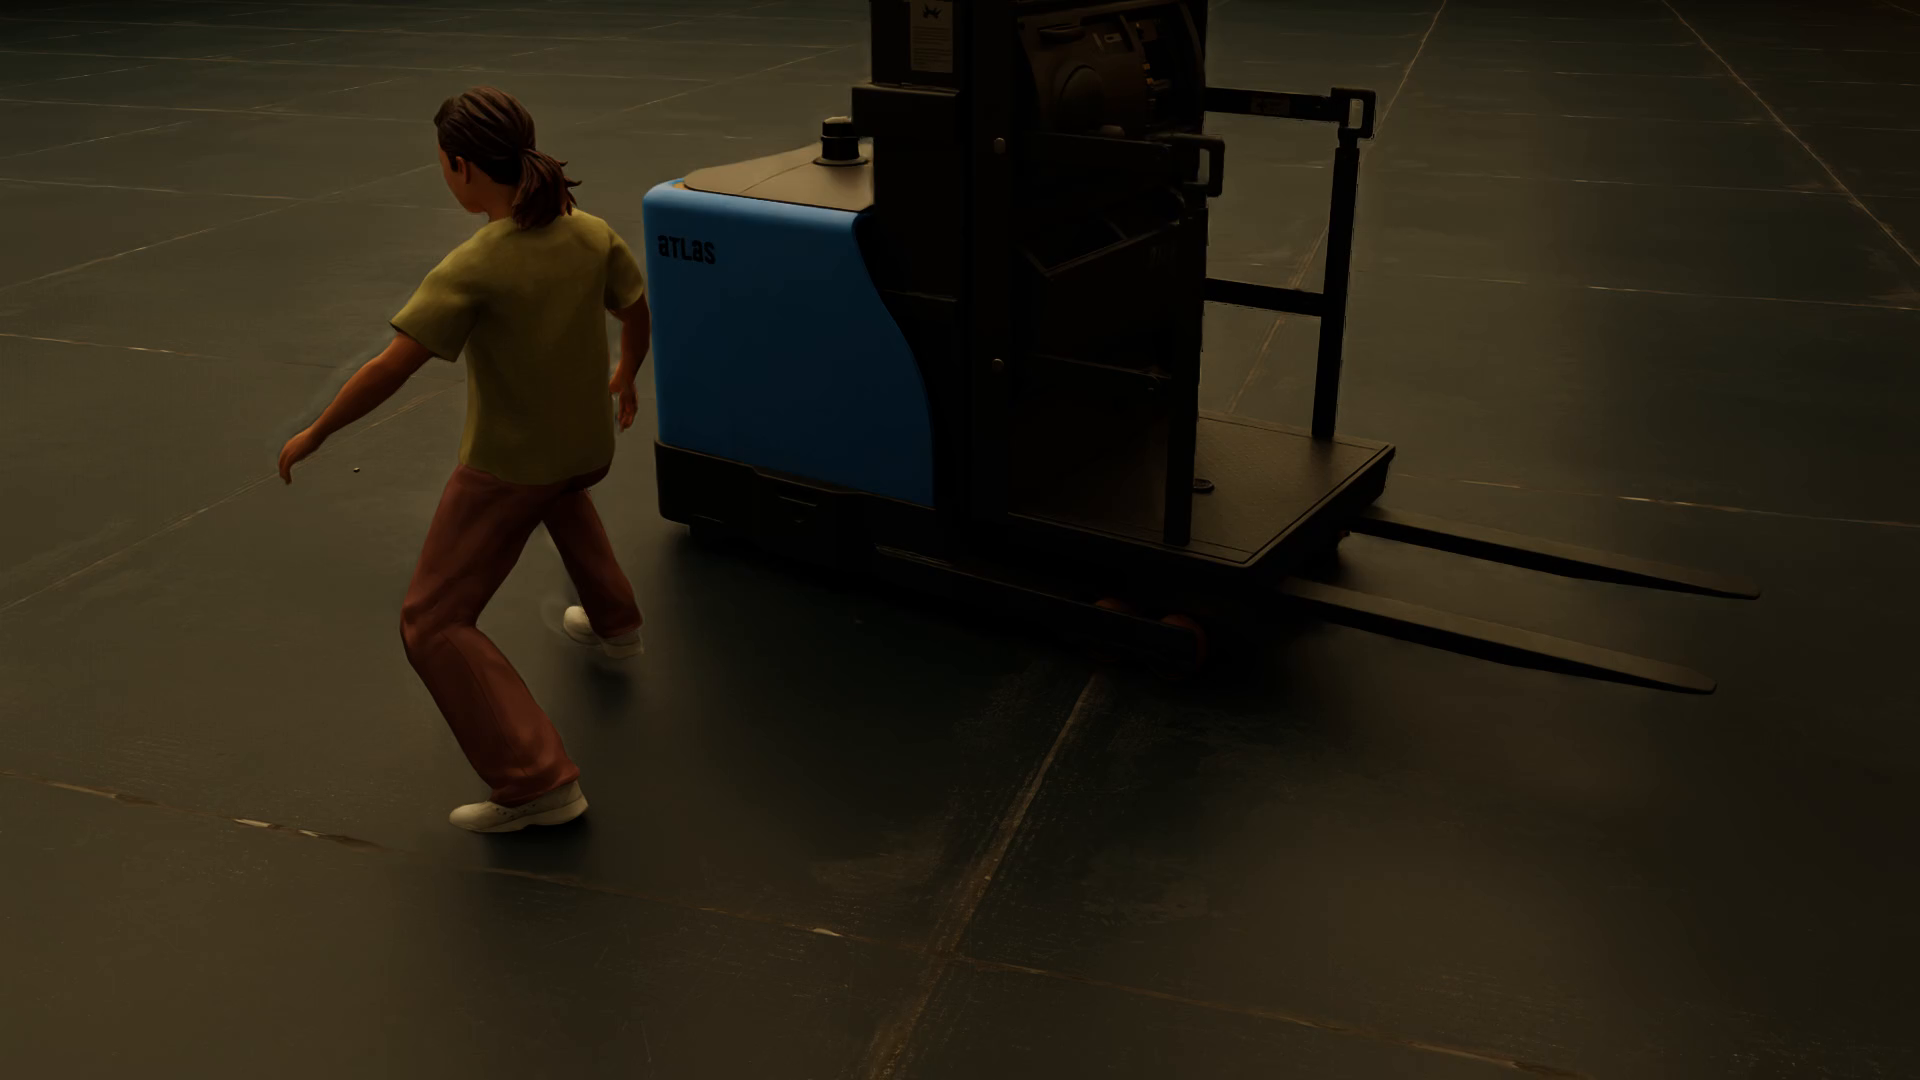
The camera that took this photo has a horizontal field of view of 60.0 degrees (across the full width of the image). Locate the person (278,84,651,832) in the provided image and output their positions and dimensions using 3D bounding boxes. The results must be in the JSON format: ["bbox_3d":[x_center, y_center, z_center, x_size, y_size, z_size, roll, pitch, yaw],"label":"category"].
[{"bbox_3d":[-0.989,-0.210,3.670,0.709,1.551,0.884,16,27,34],"label":"person"}]

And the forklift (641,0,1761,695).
[{"bbox_3d":[0.584,-1.227,4.251,3.031,2.935,1.130,14,26,30],"label":"forklift"}]
